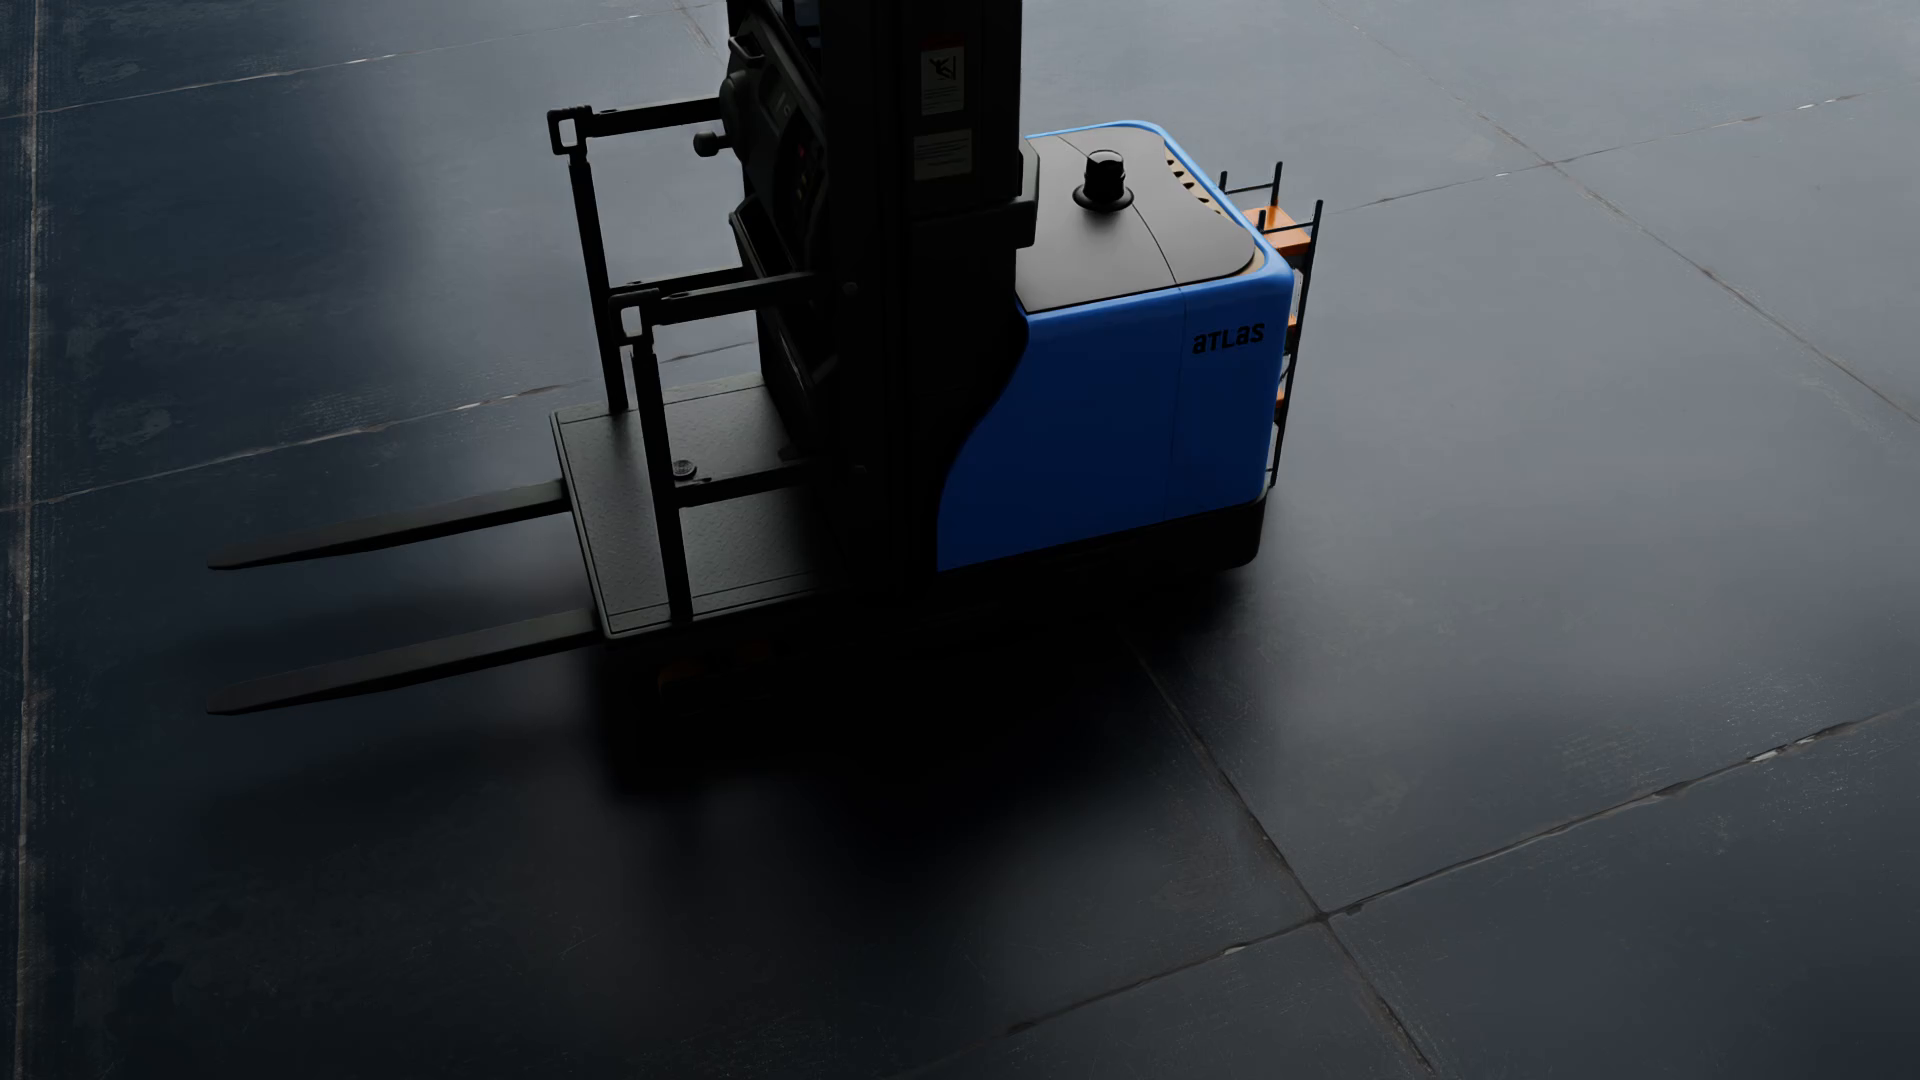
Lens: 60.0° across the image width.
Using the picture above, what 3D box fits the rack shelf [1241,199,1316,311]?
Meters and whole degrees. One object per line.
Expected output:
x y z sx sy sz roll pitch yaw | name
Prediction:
0.904 -0.839 5.000 0.215 0.259 0.240 -13 42 -15 | rack shelf

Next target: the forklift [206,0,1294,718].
-0.656 -1.006 4.172 3.031 2.935 1.130 -12 42 -14 | forklift

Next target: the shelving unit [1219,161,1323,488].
0.902 -0.631 5.177 0.215 1.050 0.252 -13 42 -15 | shelving unit

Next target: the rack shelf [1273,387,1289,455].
0.899 -0.412 5.365 0.215 0.259 0.240 -13 42 -15 | rack shelf

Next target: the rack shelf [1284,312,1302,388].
0.902 -0.623 5.184 0.215 0.259 0.240 -13 42 -15 | rack shelf

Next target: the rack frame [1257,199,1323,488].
0.943 -0.556 5.090 0.200 1.050 0.008 -13 42 -15 | rack frame

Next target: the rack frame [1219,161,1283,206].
0.860 -0.706 5.264 0.200 1.050 0.008 -13 42 -15 | rack frame
